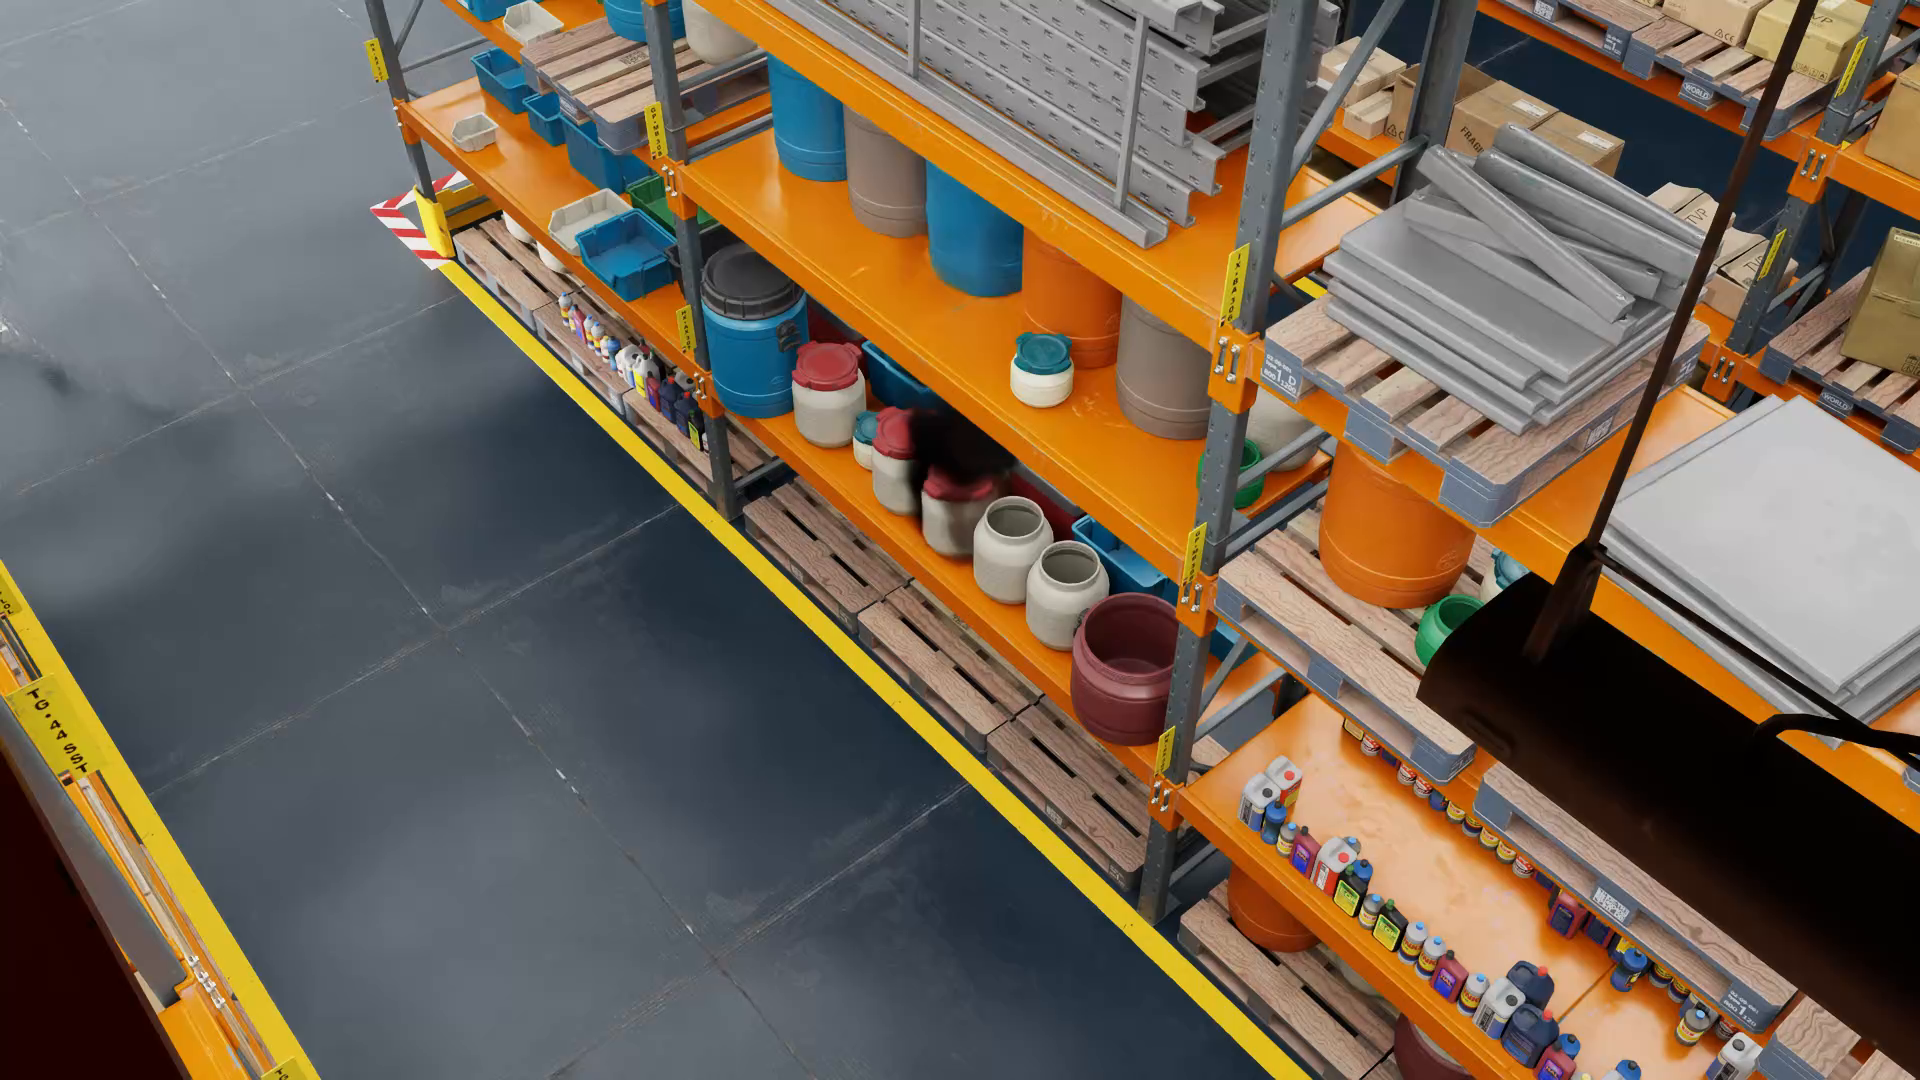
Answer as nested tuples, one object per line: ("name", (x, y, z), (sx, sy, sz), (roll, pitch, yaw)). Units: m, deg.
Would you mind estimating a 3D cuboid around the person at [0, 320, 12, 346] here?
("person", (-7.325, -1.931, 11.743), (0.946, 1.566, 0.570), (16, 49, 14))
